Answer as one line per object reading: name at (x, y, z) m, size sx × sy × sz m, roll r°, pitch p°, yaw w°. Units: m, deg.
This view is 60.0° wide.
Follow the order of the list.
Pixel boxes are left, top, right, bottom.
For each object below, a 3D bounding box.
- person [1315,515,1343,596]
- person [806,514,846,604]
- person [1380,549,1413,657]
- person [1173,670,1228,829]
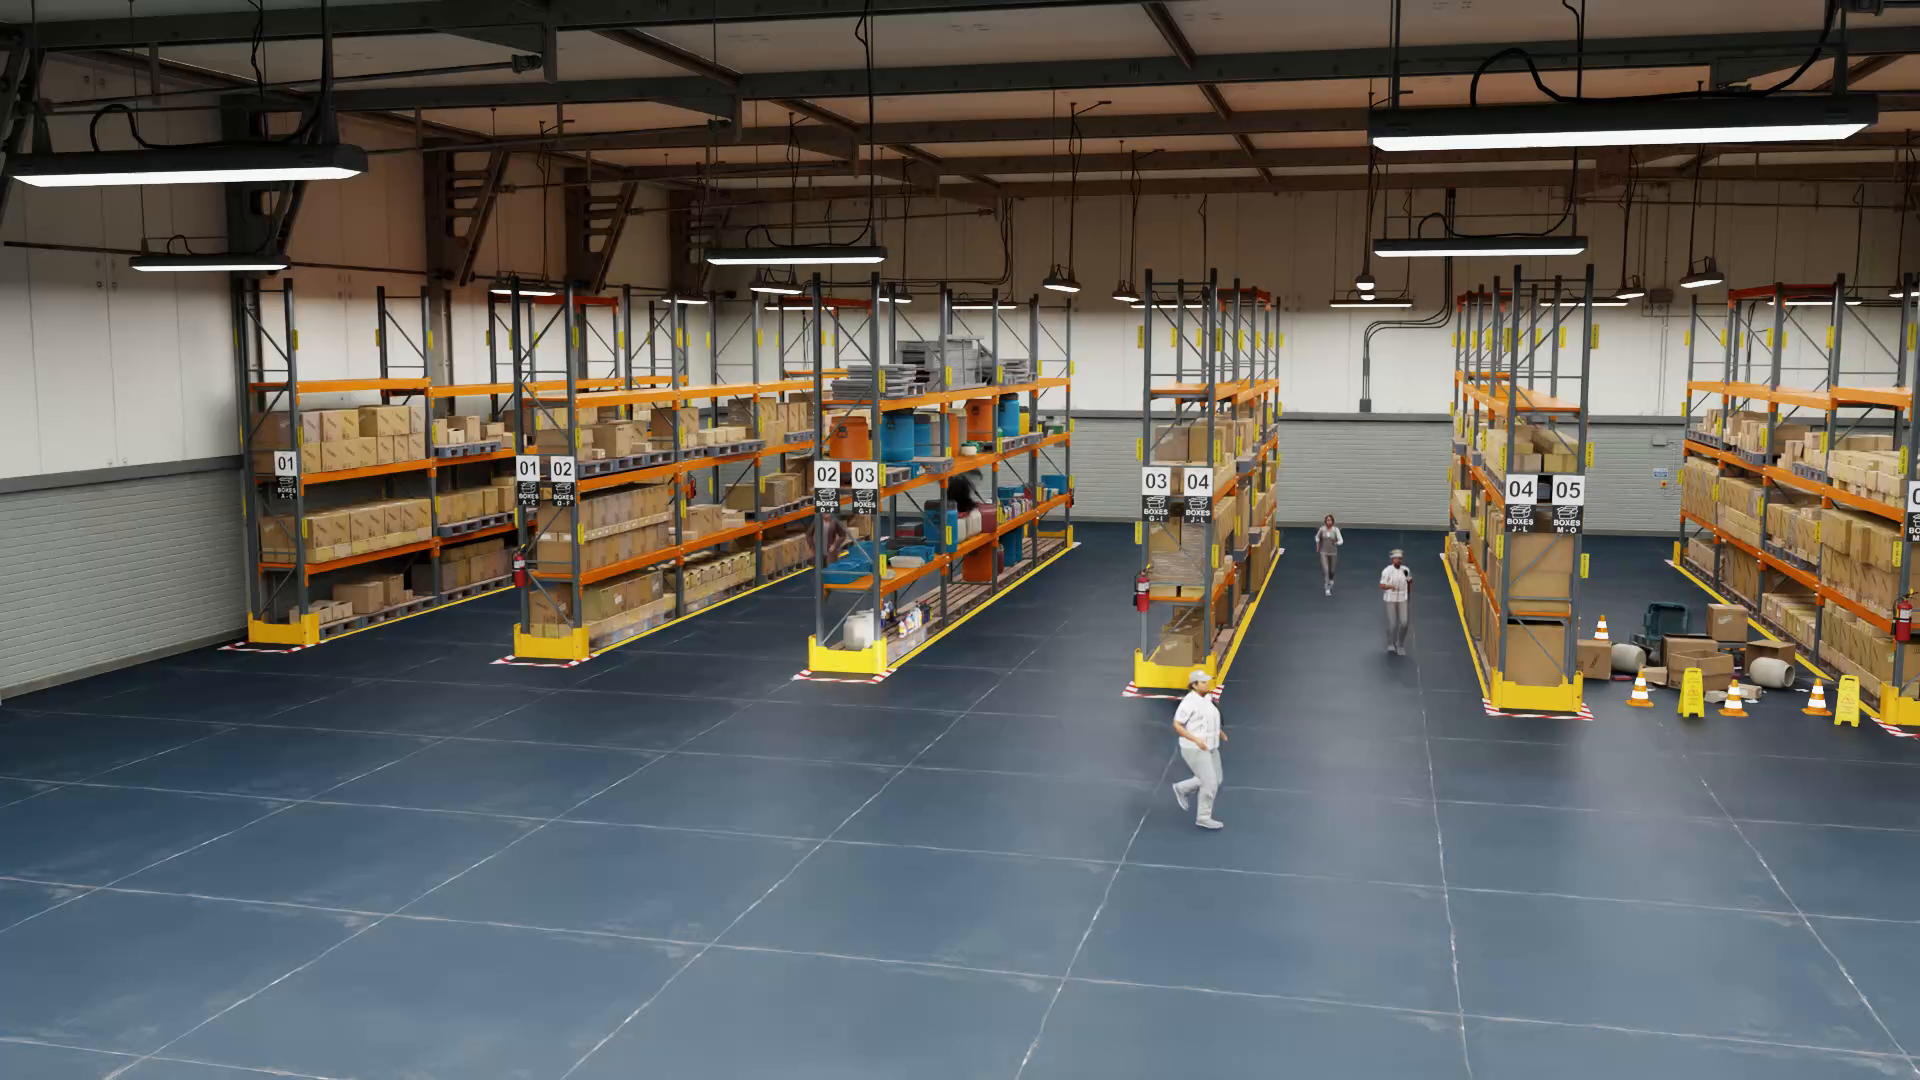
person at (7.266, 0.281, 32.784) m, size 0.538 × 1.575 × 0.804 m, roll 2°, pitch 7°, yaw 13°
person at (-2.415, 0.257, 29.968) m, size 0.726 × 1.744 × 0.702 m, roll 0°, pitch 7°, yaw 1°
person at (6.959, 1.005, 26.465) m, size 0.558 × 1.728 × 0.667 m, roll 1°, pitch 7°, yaw 5°
person at (2.464, 2.145, 17.204) m, size 0.623 × 1.619 × 0.611 m, roll 5°, pitch 9°, yaw 38°
